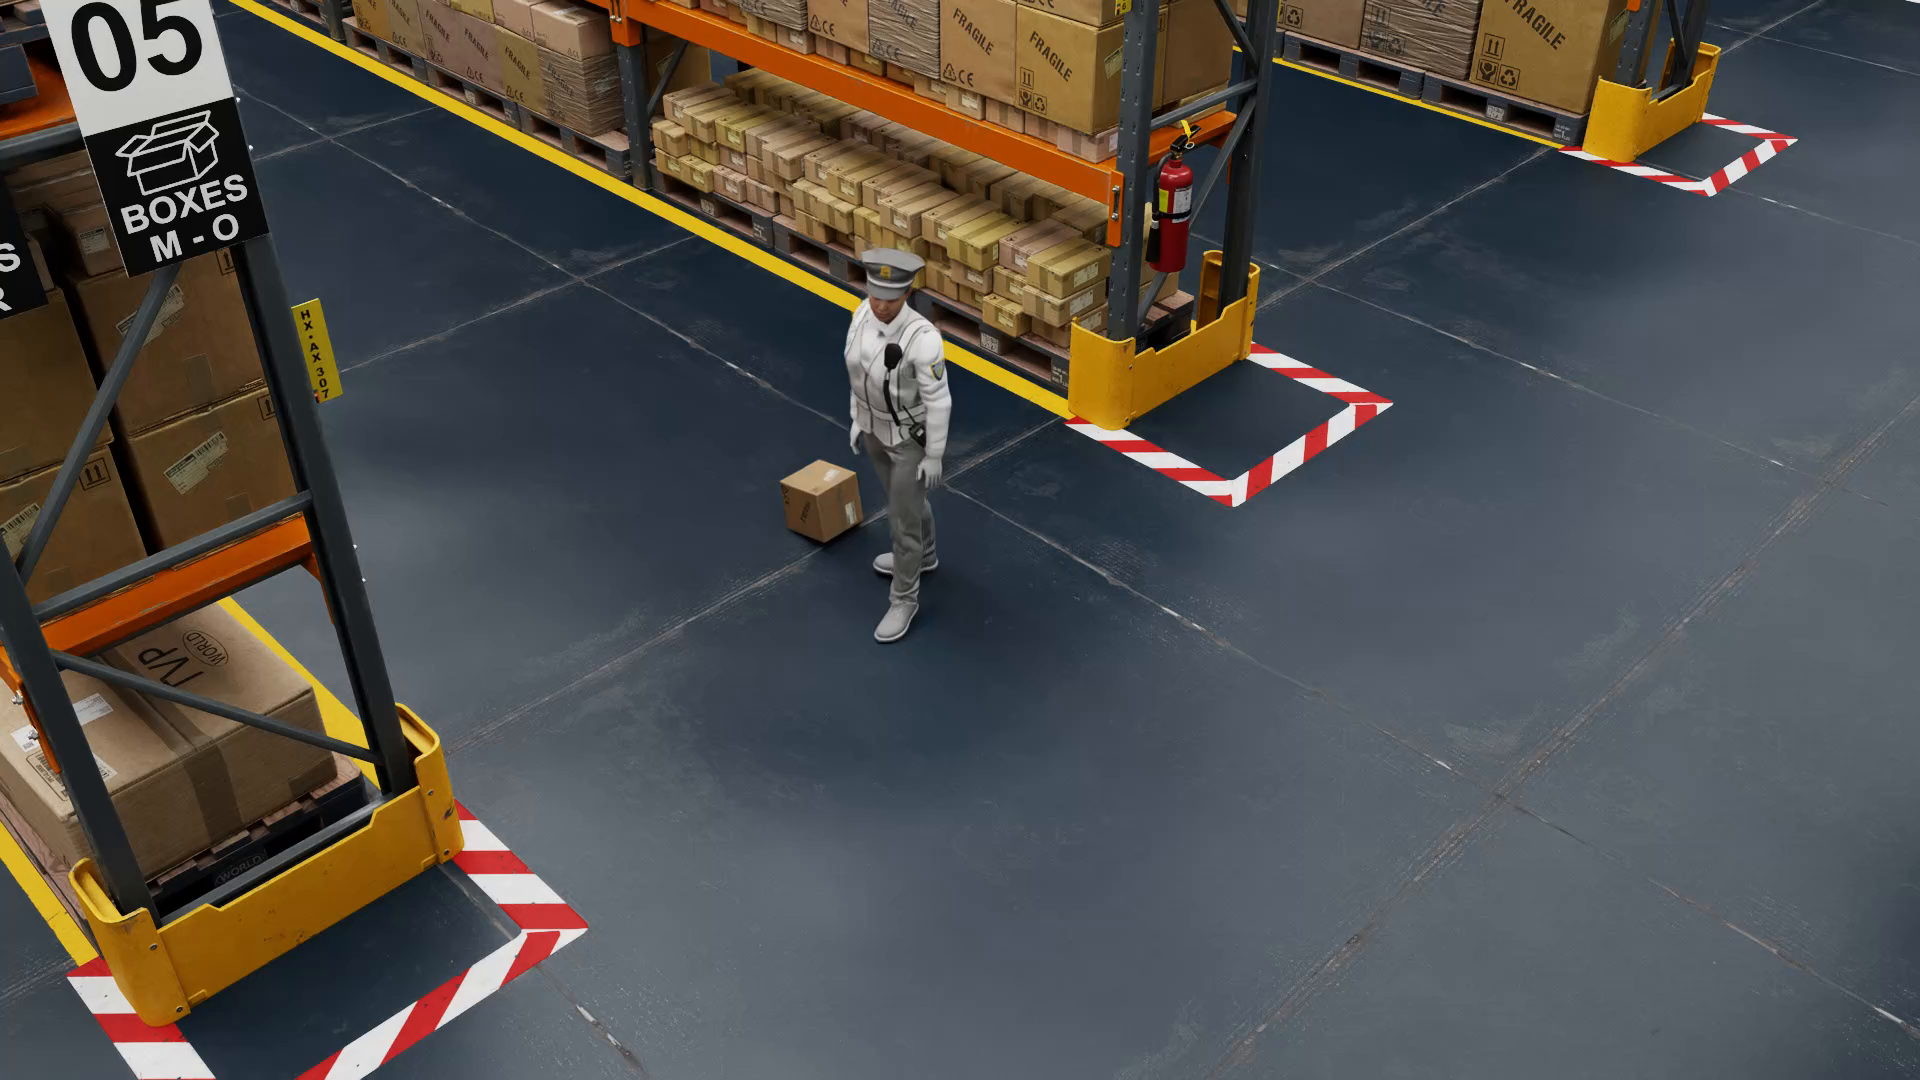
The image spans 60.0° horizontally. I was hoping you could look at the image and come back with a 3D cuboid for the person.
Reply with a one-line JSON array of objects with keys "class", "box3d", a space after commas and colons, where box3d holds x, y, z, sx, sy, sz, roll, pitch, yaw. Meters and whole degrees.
[{"class": "person", "box3d": [-0.251, -0.419, 6.720, 0.526, 1.679, 0.503, -27, 44, -32]}]
